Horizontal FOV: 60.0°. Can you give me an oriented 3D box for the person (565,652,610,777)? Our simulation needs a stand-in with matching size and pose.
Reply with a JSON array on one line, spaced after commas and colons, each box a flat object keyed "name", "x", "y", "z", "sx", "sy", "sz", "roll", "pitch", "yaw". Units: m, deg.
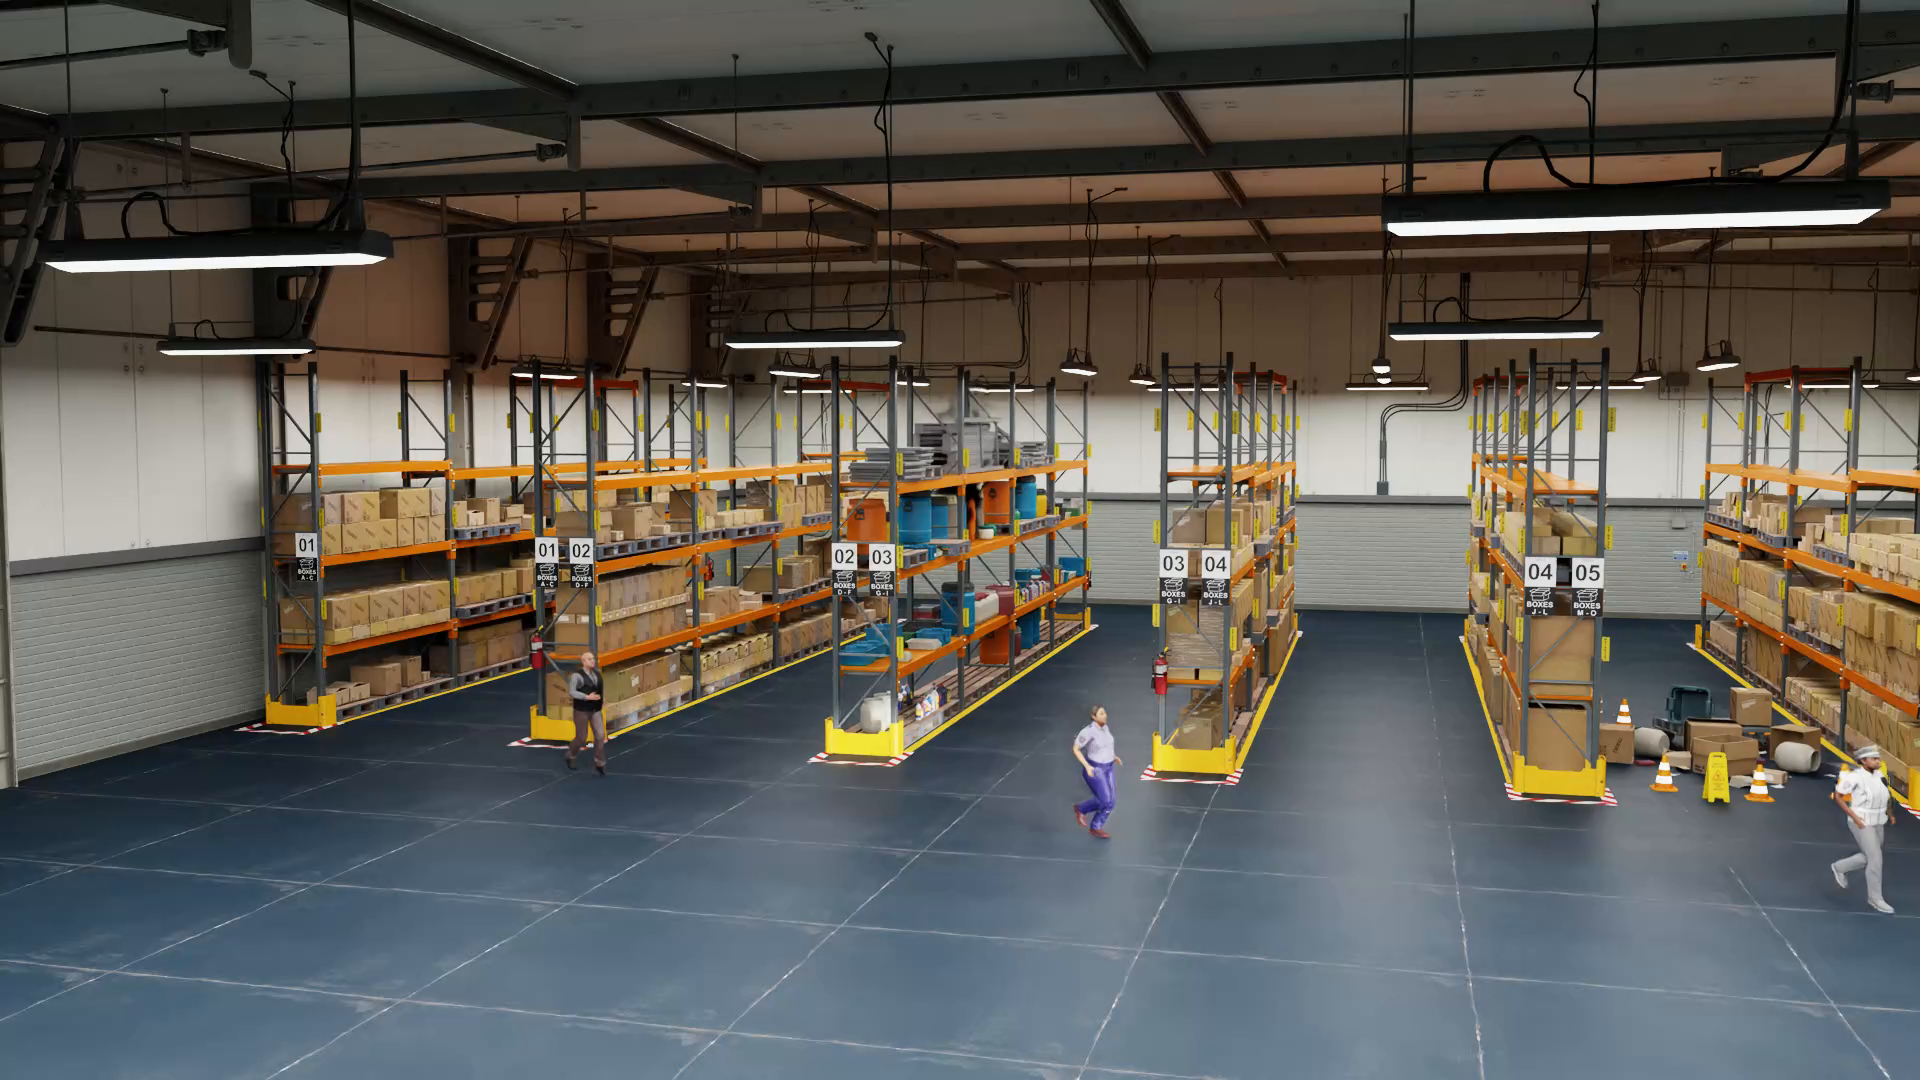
[{"name": "person", "x": -5.315, "y": 2.476, "z": 23.714, "sx": 0.827, "sy": 1.772, "sz": 0.670, "roll": 3, "pitch": 5, "yaw": 41}]

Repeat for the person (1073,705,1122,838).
[{"name": "person", "x": 1.682, "y": 2.801, "z": 20.097, "sx": 0.549, "sy": 1.592, "sz": 0.608, "roll": 4, "pitch": 5, "yaw": 42}]

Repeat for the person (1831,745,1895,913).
[{"name": "person", "x": 9.396, "y": 2.952, "z": 17.313, "sx": 0.587, "sy": 1.697, "sz": 0.802, "roll": -2, "pitch": 4, "yaw": -23}]
